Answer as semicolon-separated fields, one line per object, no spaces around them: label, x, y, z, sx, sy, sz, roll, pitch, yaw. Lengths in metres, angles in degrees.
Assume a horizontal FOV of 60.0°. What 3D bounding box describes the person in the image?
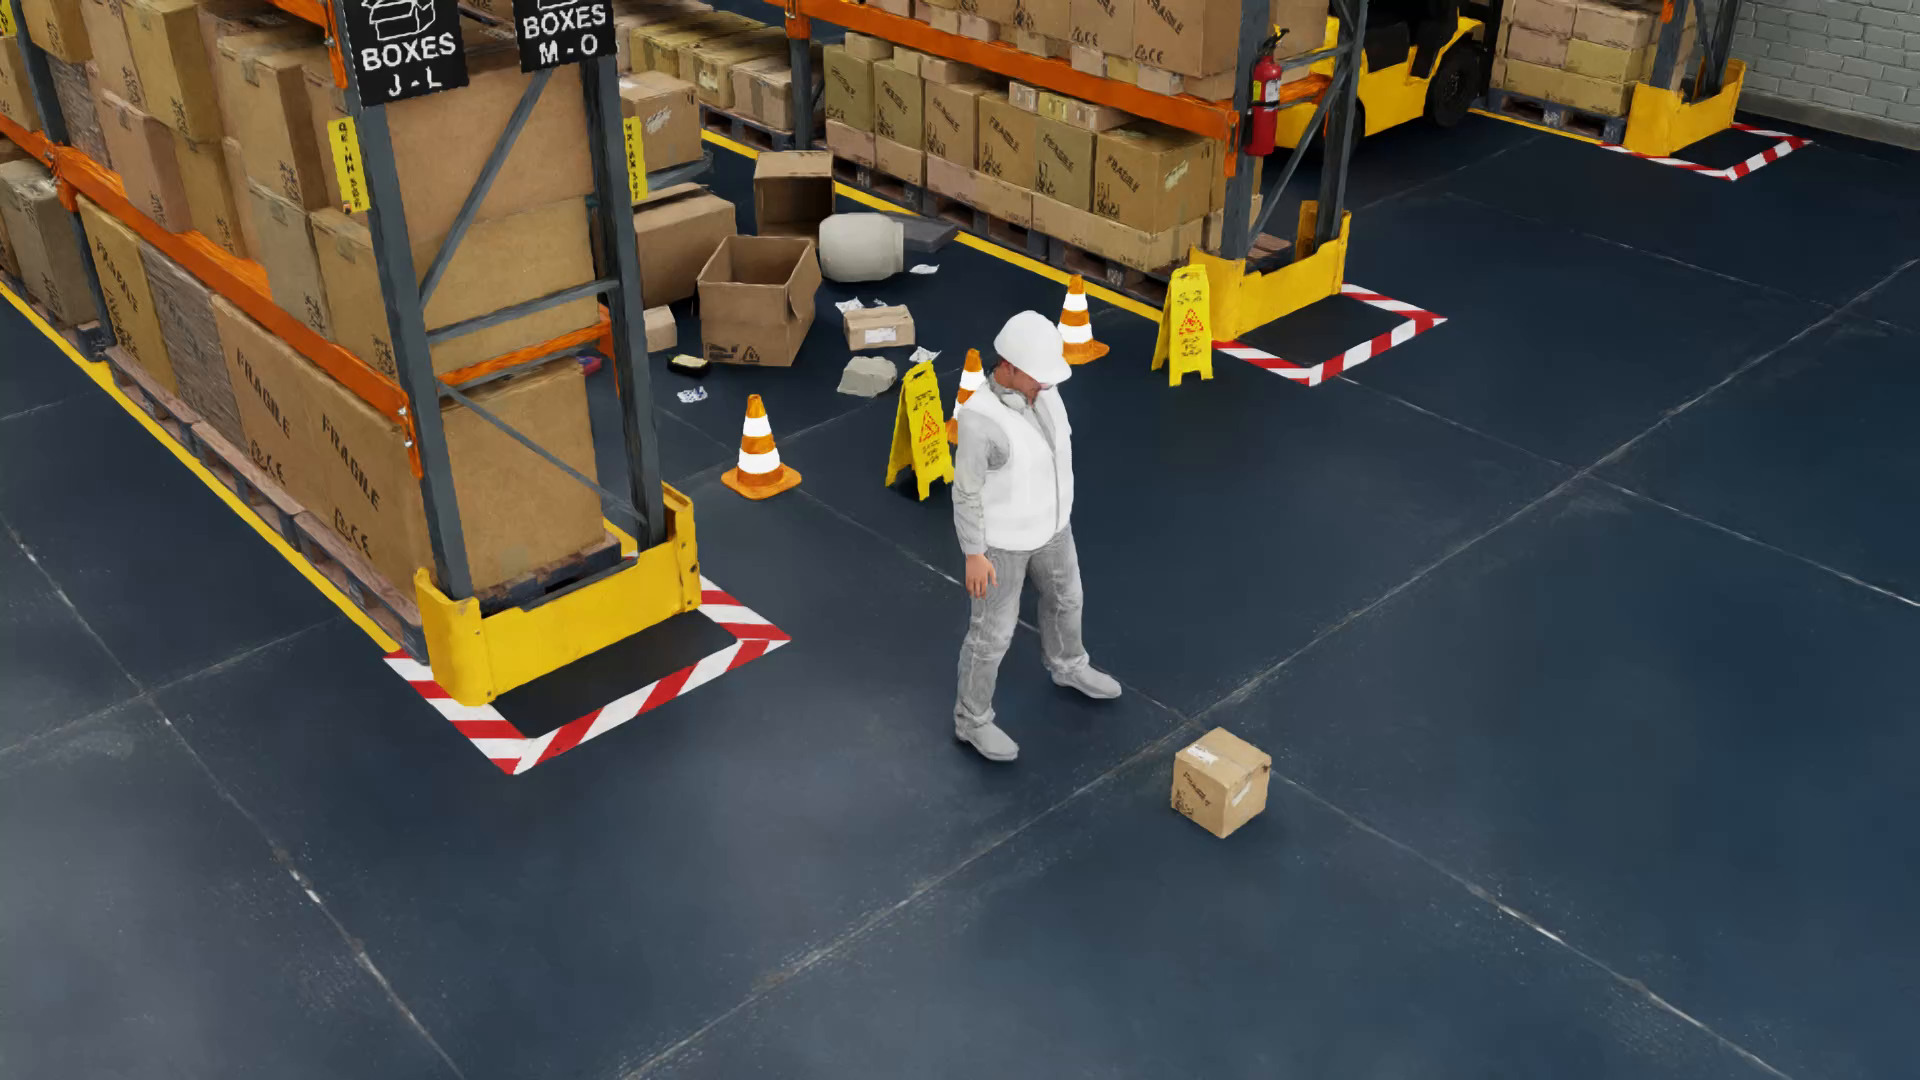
person;0.283;-0.051;6.161;0.469;1.765;0.701;20;37;30
